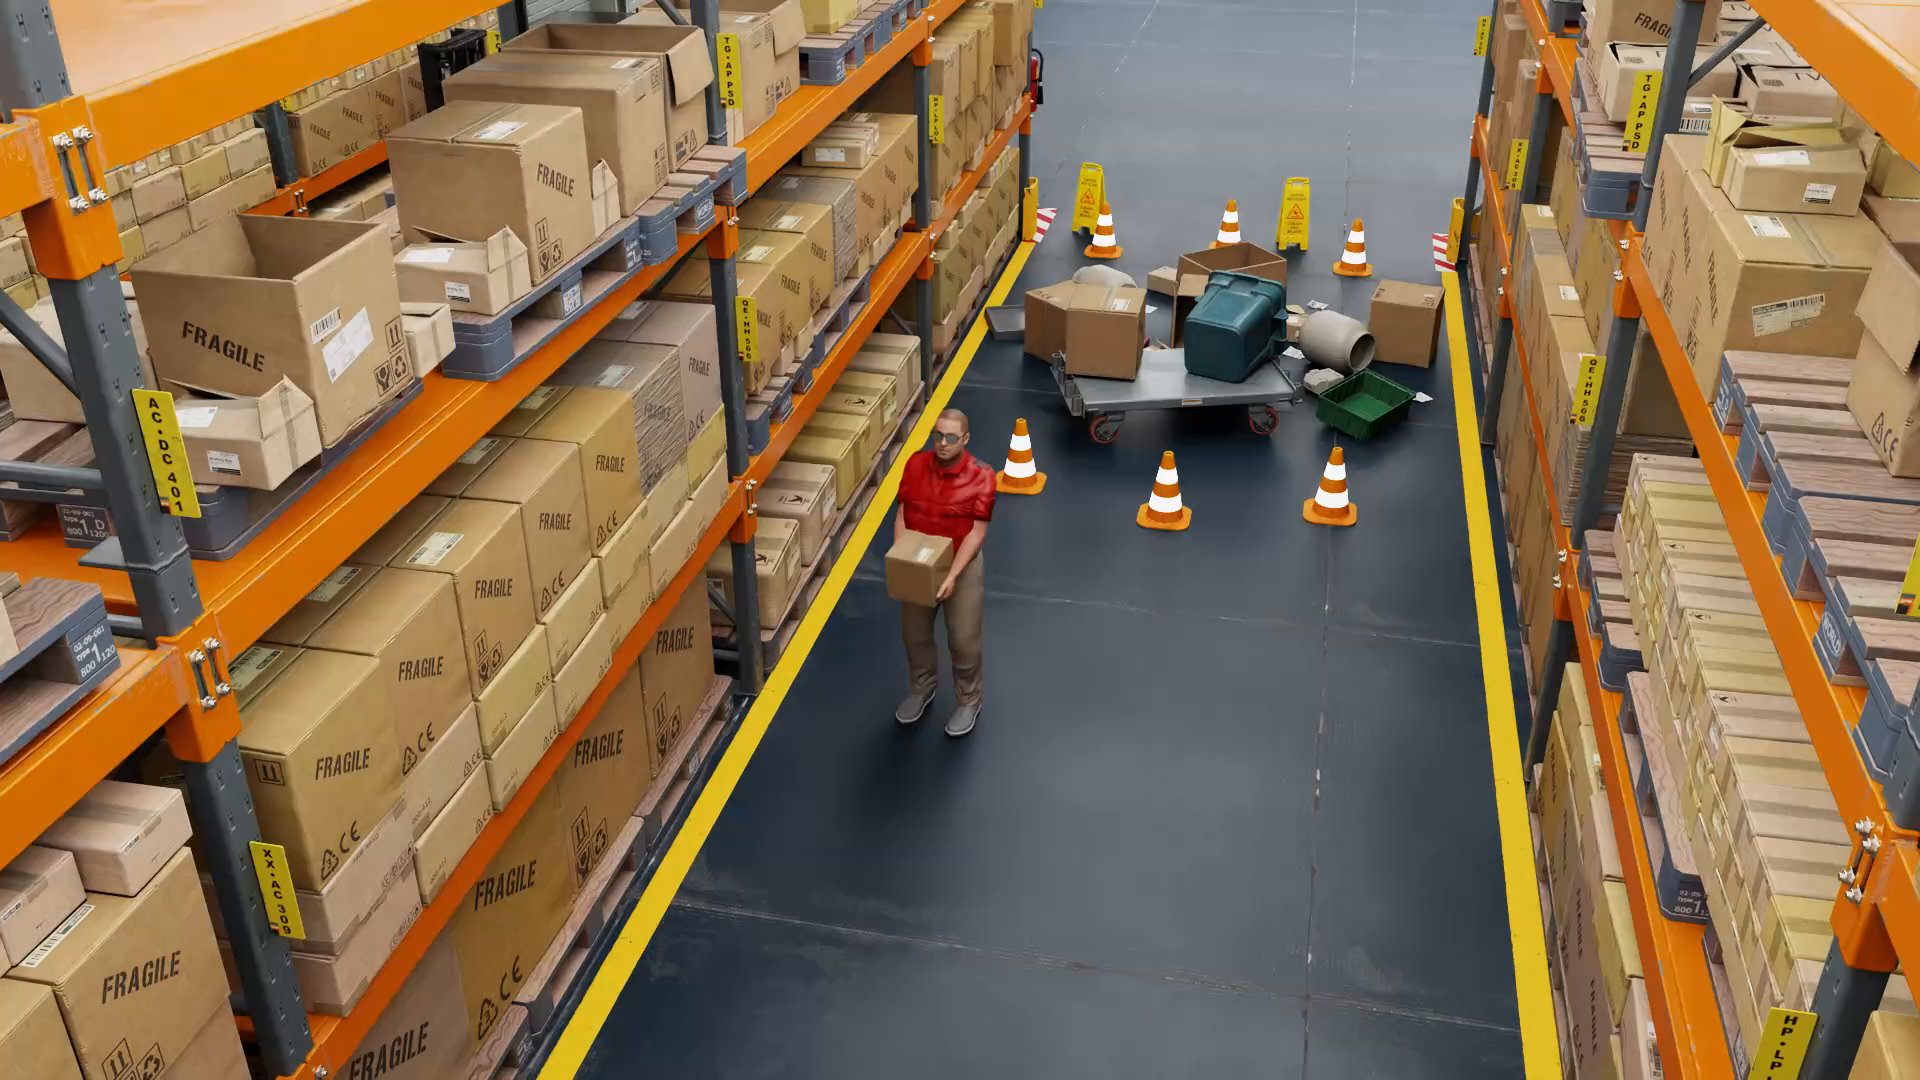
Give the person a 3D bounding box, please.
[{"bbox_3d":[-0.109,0.195,8.287,0.504,1.719,0.535,12,31,21],"label":"person"}]
